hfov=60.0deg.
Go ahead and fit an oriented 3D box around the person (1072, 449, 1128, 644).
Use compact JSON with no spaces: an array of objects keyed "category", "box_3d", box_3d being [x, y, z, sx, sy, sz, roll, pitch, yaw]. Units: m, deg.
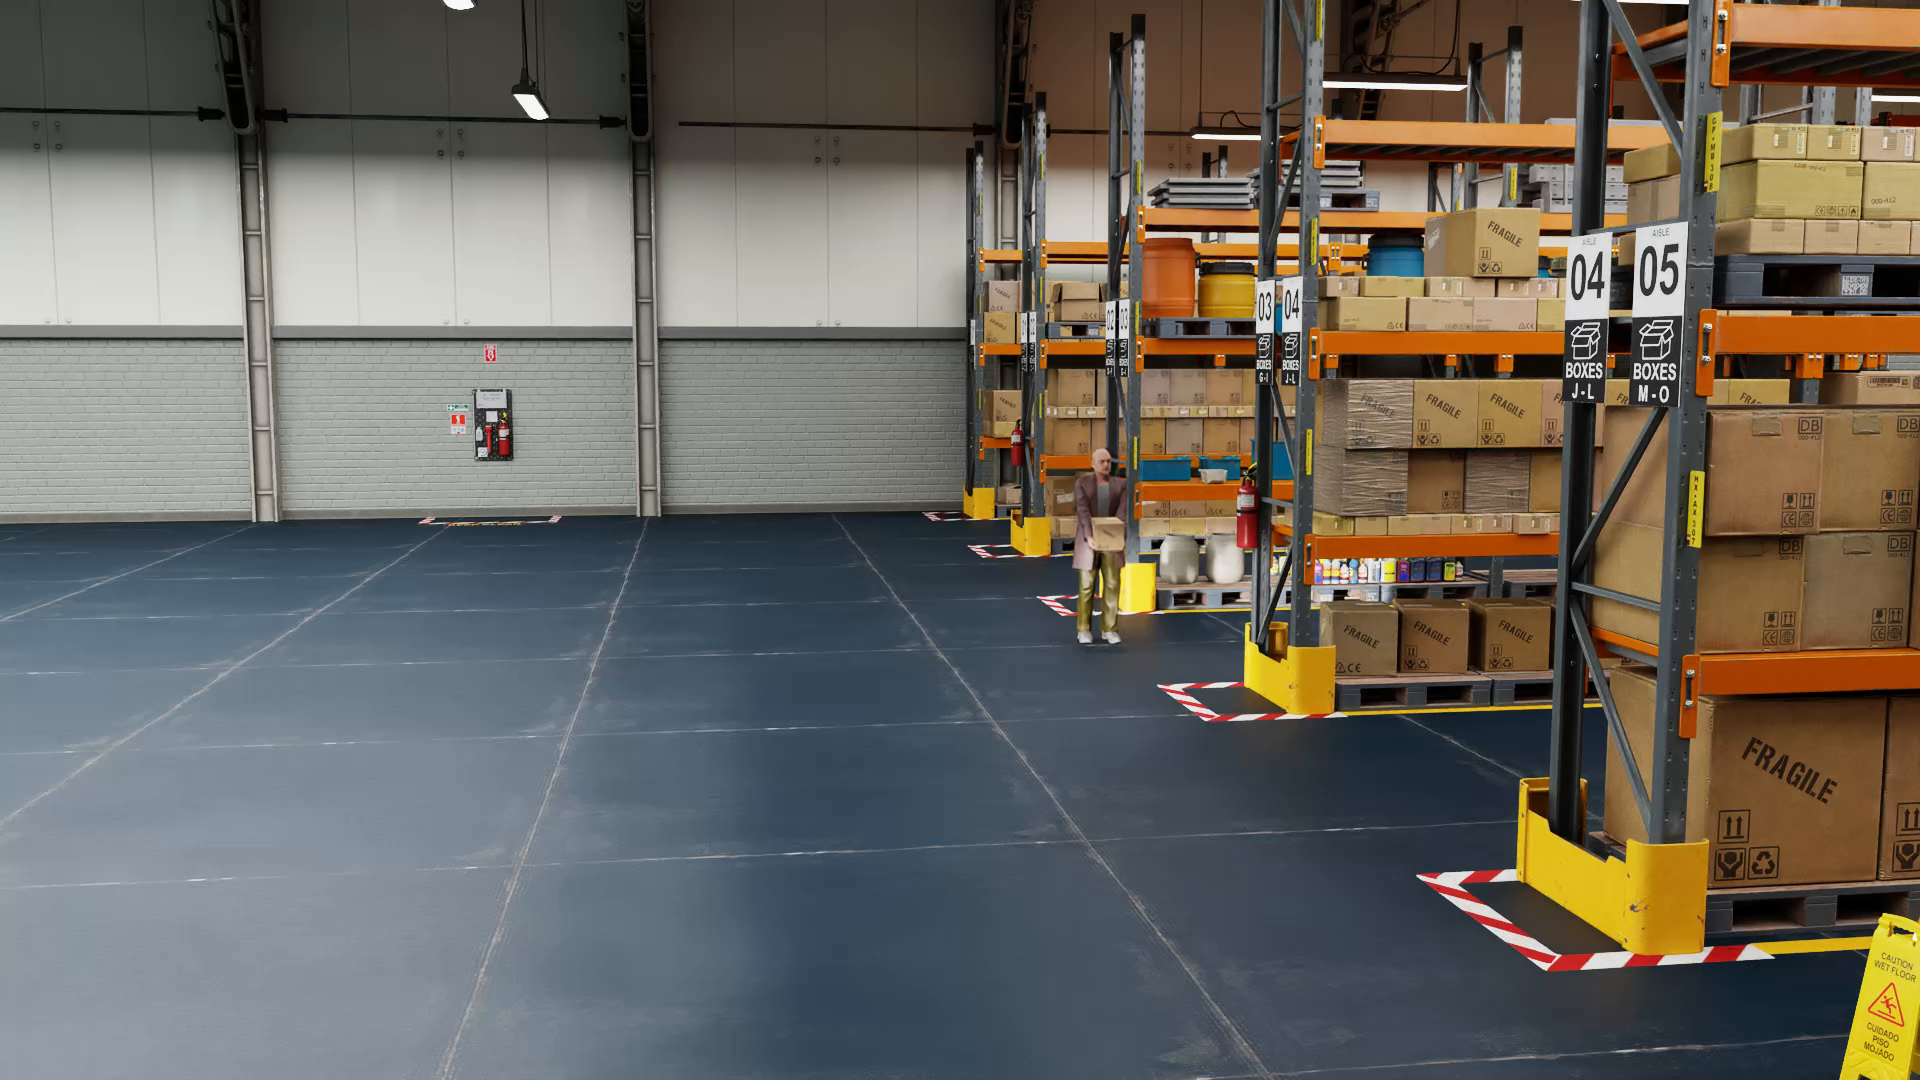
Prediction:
[{"category":"person","box_3d":[1.304,0.061,15.238,0.527,1.780,0.559,-1,6,-10]}]
